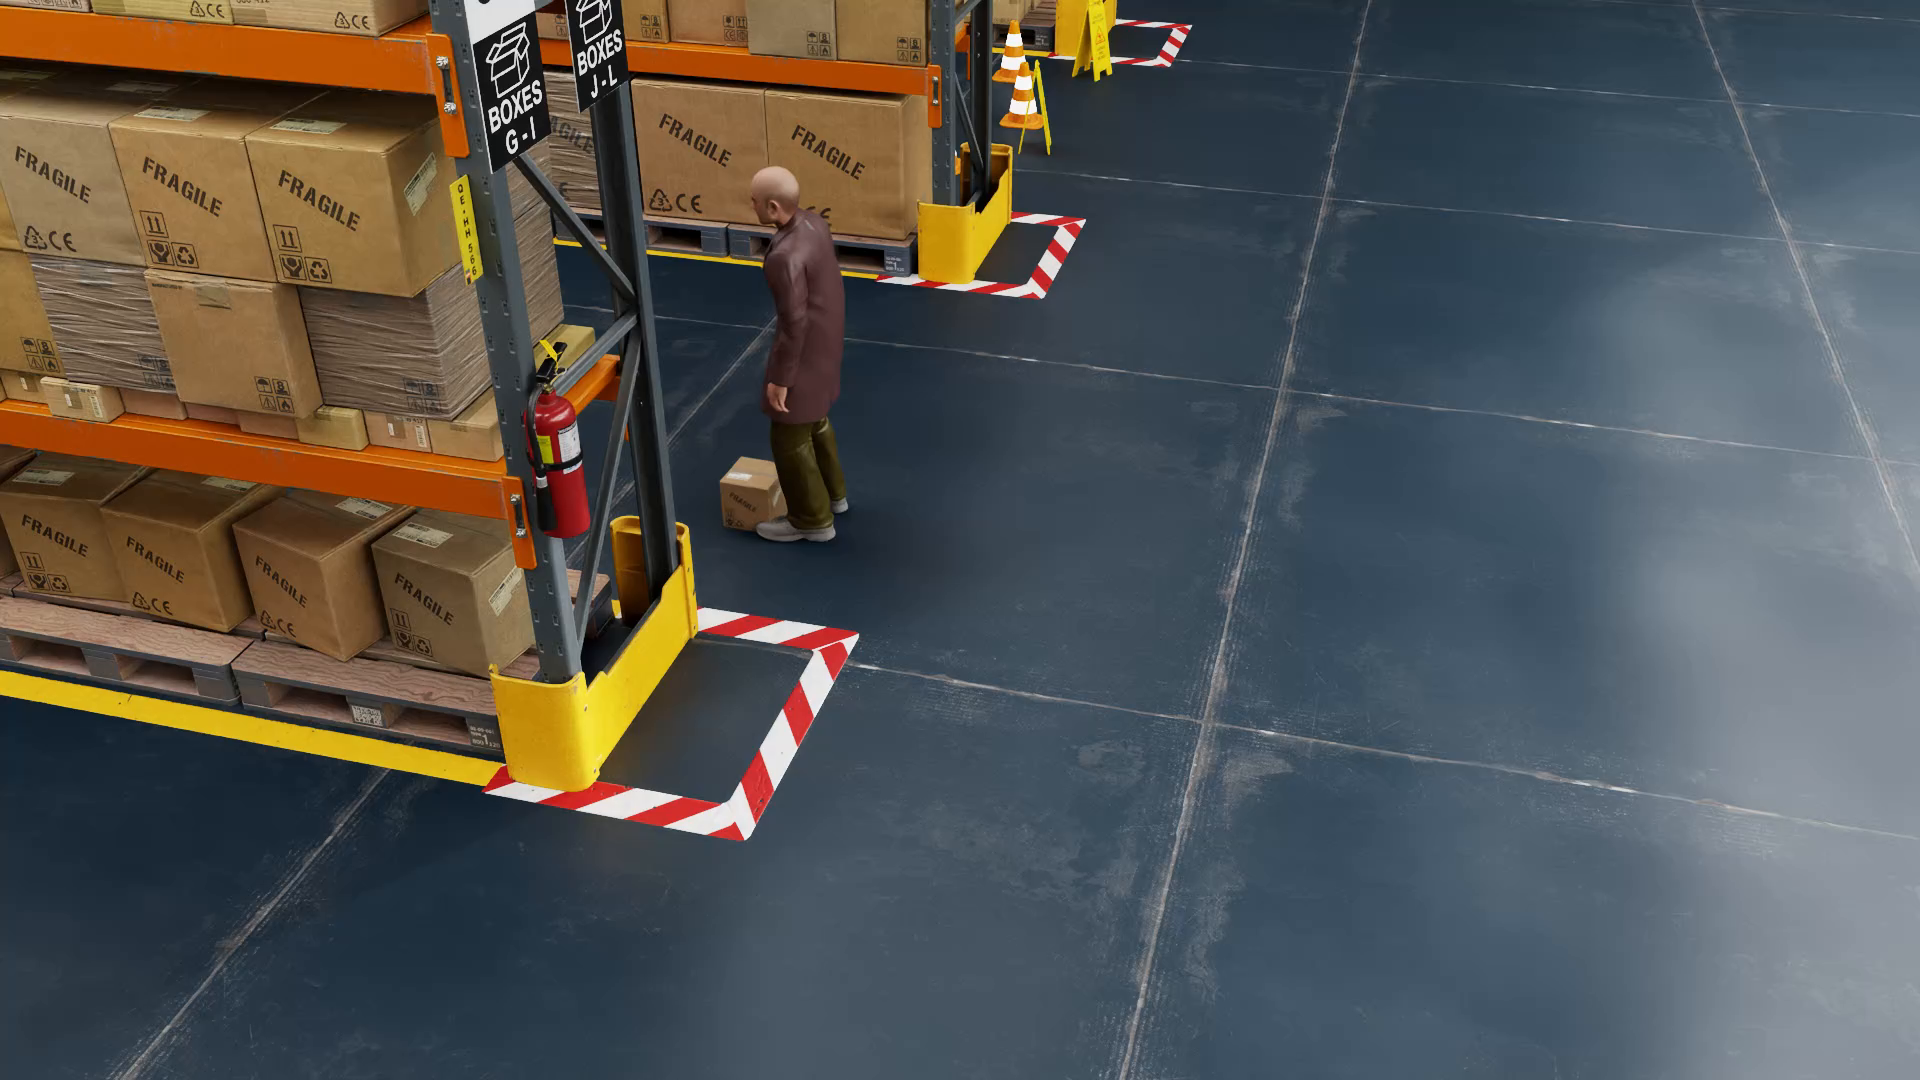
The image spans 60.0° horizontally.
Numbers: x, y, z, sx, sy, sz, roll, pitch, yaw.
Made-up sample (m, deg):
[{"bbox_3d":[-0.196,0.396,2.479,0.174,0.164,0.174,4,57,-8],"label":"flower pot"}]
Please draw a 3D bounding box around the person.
[{"bbox_3d":[-0.726,-0.819,7.443,0.429,1.772,0.648,6,33,9],"label":"person"}]
